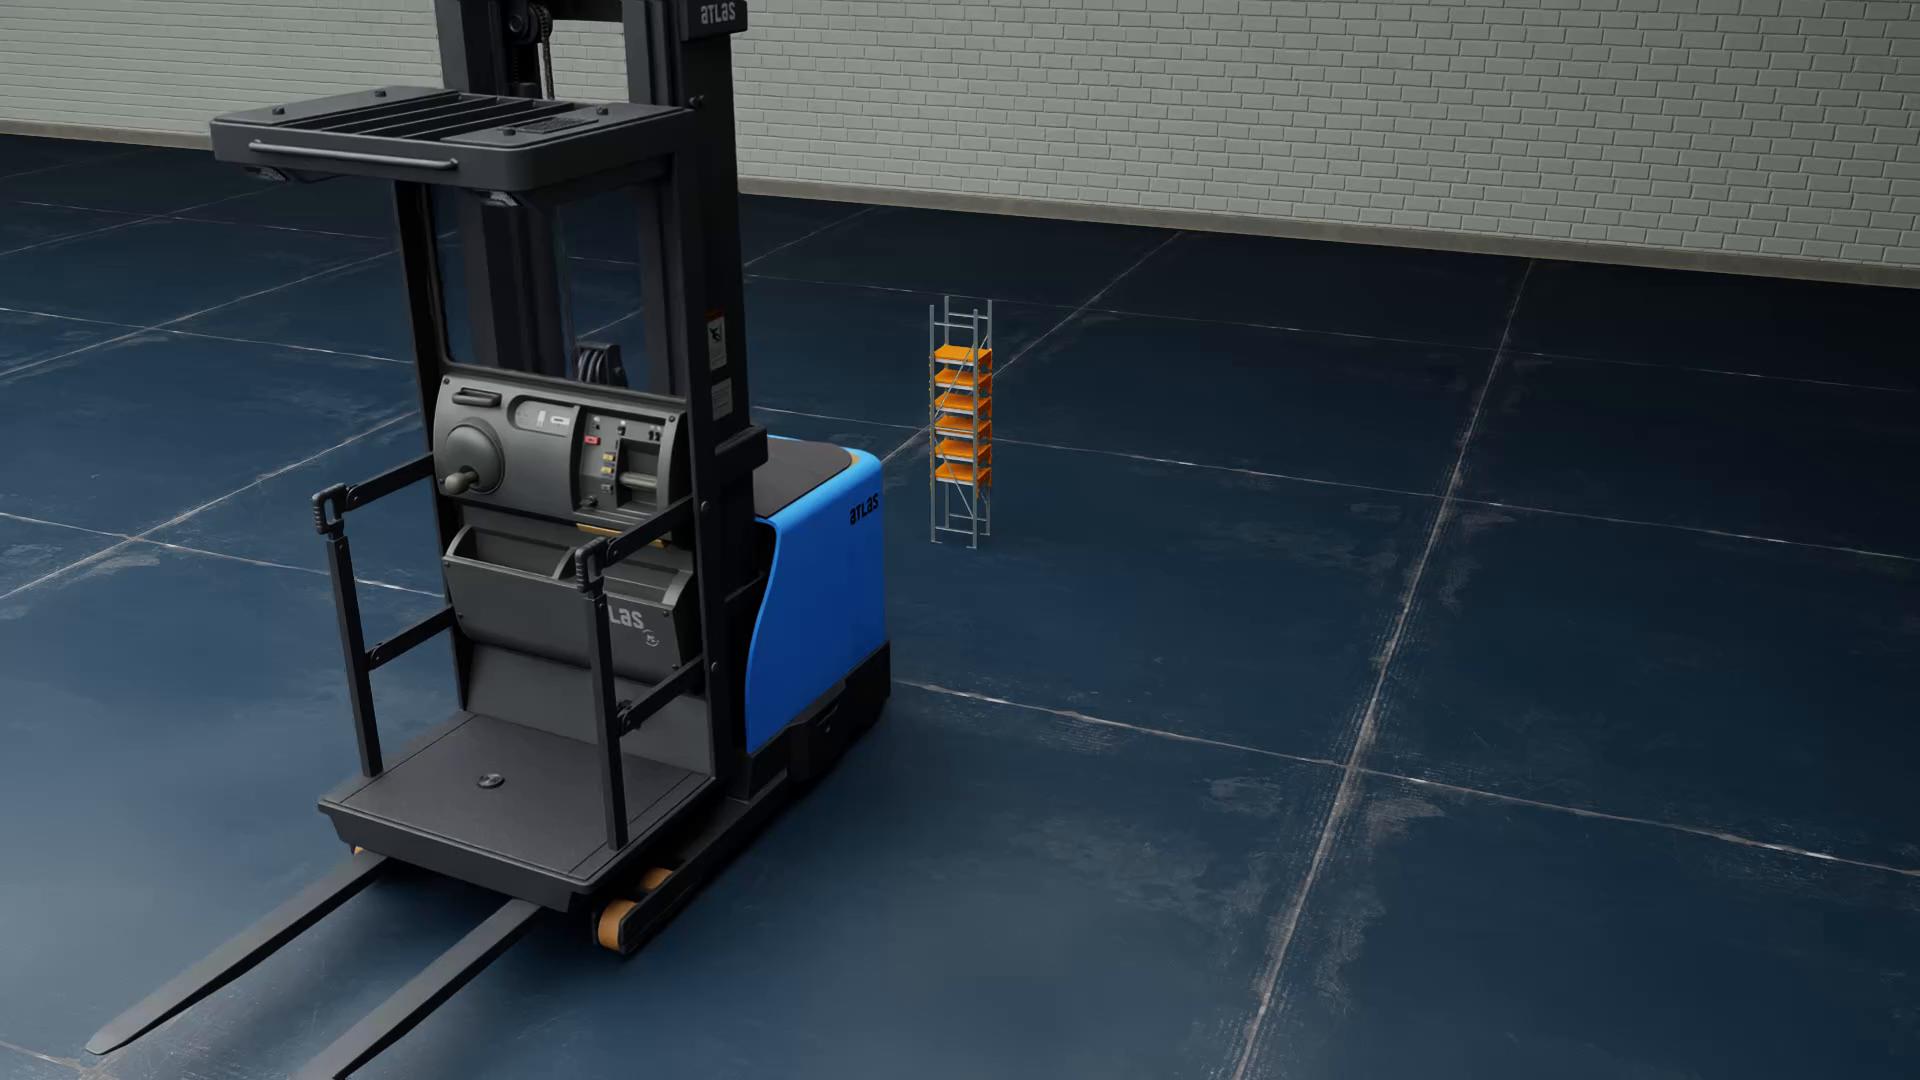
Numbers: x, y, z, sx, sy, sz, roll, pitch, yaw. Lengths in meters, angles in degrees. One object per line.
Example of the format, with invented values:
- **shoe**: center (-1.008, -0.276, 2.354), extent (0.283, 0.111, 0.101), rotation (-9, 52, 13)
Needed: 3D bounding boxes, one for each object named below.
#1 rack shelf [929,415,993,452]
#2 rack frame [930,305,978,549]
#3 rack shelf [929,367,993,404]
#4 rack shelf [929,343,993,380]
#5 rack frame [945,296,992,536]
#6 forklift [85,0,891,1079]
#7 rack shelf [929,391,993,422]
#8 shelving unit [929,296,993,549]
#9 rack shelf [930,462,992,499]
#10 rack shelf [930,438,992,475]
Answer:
- **rack shelf**: center (0.005, -0.518, 8.048), extent (0.258, 0.103, 0.180), rotation (9, 24, 20)
- **rack frame**: center (-0.029, -0.526, 7.953), extent (0.240, 1.200, 0.006), rotation (9, 24, 20)
- **rack shelf**: center (0.005, -0.739, 7.956), extent (0.258, 0.103, 0.180), rotation (9, 24, 20)
- **rack shelf**: center (0.005, -0.850, 7.910), extent (0.258, 0.103, 0.180), rotation (9, 24, 20)
- **rack frame**: center (0.039, -0.592, 8.110), extent (0.240, 1.200, 0.006), rotation (9, 24, 20)
- **forklift**: center (-1.373, -0.261, 5.072), extent (1.130, 2.935, 3.031), rotation (11, 25, 24)
- **rack shelf**: center (0.005, -0.629, 8.002), extent (0.258, 0.103, 0.180), rotation (9, 24, 20)
- **shelving unit**: center (0.005, -0.559, 8.031), extent (0.258, 1.200, 0.189), rotation (9, 24, 20)
- **rack shelf**: center (0.005, -0.296, 8.141), extent (0.258, 0.103, 0.180), rotation (9, 24, 20)
- **rack shelf**: center (0.005, -0.407, 8.095), extent (0.258, 0.103, 0.180), rotation (9, 24, 20)
